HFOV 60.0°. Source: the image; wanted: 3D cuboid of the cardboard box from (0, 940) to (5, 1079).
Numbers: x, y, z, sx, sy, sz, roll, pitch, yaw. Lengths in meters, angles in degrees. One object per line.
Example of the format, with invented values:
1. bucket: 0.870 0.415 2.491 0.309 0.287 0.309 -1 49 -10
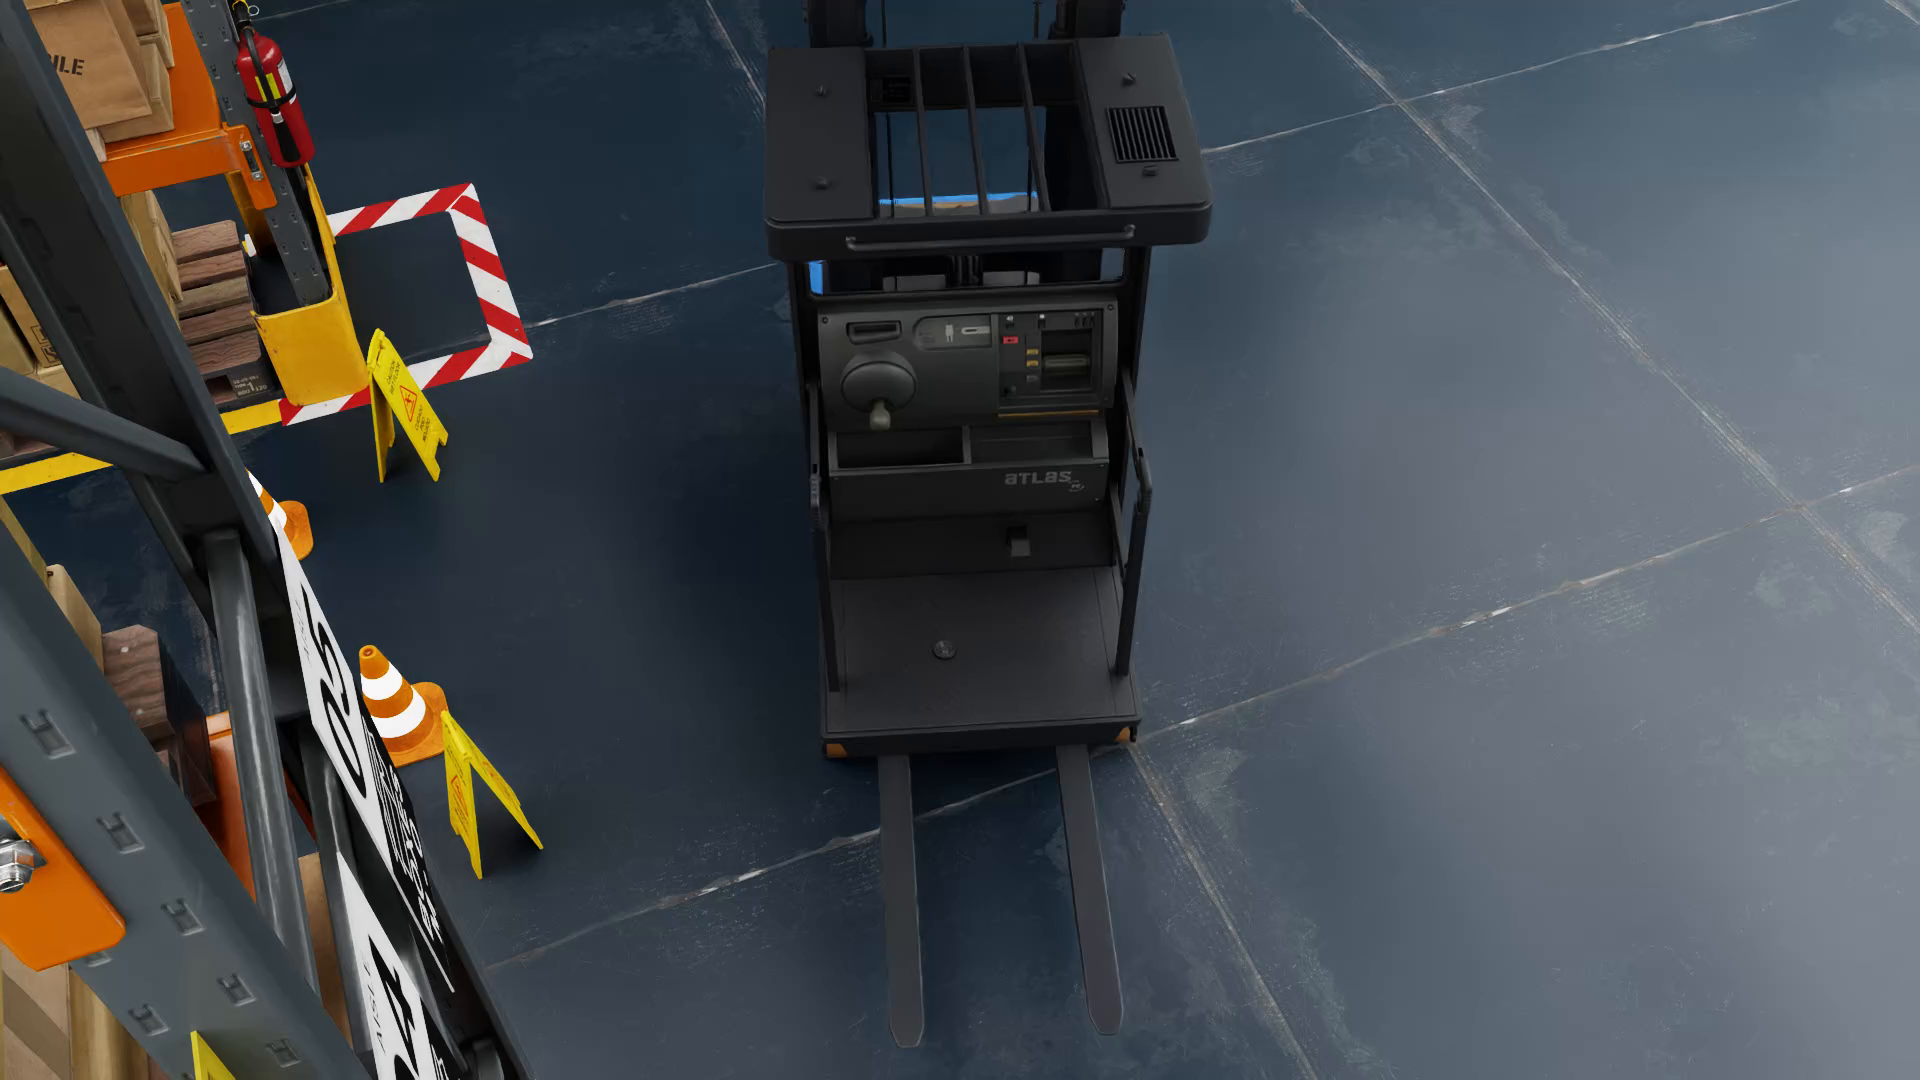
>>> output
1. cardboard box: -1.055 0.447 1.550 0.250 0.149 0.380 -17 51 -14

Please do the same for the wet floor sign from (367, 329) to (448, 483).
1. wet floor sign: -2.256 -0.547 6.635 0.232 0.644 0.267 -2 49 -1

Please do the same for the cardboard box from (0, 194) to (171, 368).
1. cardboard box: -3.480 -1.083 6.585 0.500 0.500 0.500 -17 51 -14

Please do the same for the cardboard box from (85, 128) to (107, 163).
1. cardboard box: -3.294 -1.521 6.085 0.250 0.149 0.380 -18 52 -15

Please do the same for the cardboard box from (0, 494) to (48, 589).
1. cardboard box: -1.415 0.200 2.025 0.500 0.250 0.500 -17 52 -14

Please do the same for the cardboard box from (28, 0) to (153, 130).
1. cardboard box: -3.235 -1.791 5.890 0.500 0.500 0.500 -18 52 -15

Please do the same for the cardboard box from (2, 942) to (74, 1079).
1. cardboard box: -1.219 0.579 1.700 0.500 0.250 0.500 -17 51 -14

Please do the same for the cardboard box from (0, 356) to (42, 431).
1. cardboard box: -3.966 -0.688 6.740 0.500 0.250 0.500 -17 51 -14

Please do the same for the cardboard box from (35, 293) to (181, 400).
1. cardboard box: -3.505 -0.824 6.857 0.500 0.250 0.500 -17 52 -14

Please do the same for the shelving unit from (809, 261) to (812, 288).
1. shelving unit: -0.534 -1.060 6.809 0.215 1.050 0.252 -2 49 -2

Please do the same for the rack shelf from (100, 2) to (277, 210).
1. rack shelf: -4.688 -1.203 6.121 4.000 0.370 1.077 -17 52 -14

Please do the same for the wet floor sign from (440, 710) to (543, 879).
1. wet floor sign: -1.593 0.805 5.474 0.232 0.644 0.267 -26 54 -20

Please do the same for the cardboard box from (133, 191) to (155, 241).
1. cardboard box: -3.710 -1.452 6.902 0.500 0.500 0.500 -19 52 -15

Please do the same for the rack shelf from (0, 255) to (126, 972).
1. rack shelf: -2.723 0.420 1.036 4.000 0.370 1.077 -17 52 -14

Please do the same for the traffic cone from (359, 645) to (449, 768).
1. traffic cone: -2.012 0.527 5.833 0.334 0.463 0.336 -17 52 -14

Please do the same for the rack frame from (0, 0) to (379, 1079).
1. rack frame: -0.871 -0.518 1.104 0.127 3.000 1.000 -17 52 -14

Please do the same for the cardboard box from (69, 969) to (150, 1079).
1. cardboard box: -1.051 0.705 1.854 0.250 0.149 0.380 -17 52 -14

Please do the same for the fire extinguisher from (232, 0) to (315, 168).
1. fire extinguisher: -2.556 -1.695 6.120 0.183 0.674 0.296 -17 52 -14

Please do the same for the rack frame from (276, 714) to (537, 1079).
1. rack frame: -0.871 1.437 3.380 0.127 3.000 1.000 -17 52 -14

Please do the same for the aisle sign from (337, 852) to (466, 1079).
1. aisle sign: -0.692 0.780 2.230 0.004 0.787 0.394 -17 52 -14

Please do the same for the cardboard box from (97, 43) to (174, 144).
1. cardboard box: -3.102 -1.672 6.215 0.250 0.149 0.380 -16 51 -13

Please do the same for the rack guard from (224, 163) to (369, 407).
1. rack guard: -2.907 -1.175 7.270 0.348 0.500 1.175 -17 52 -14

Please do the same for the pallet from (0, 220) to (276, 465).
1. pallet: -3.672 -0.872 7.201 1.213 0.211 1.003 -17 52 -14

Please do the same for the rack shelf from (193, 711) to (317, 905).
1. rack shelf: -2.723 1.267 2.022 4.000 0.370 1.077 -17 52 -14

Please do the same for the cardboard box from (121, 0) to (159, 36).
1. cardboard box: -3.380 -2.199 6.240 0.500 0.500 0.500 -18 52 -15

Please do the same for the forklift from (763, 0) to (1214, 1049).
1. forklift: 0.044 -0.448 5.044 1.130 2.935 3.031 -3 49 -3

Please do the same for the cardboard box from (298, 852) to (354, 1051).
1. cardboard box: -1.229 1.115 2.845 0.550 0.550 0.875 -17 52 -14

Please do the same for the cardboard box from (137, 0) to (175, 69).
1. cardboard box: -3.229 -1.977 6.477 0.250 0.149 0.380 -17 51 -14

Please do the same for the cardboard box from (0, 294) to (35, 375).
1. cardboard box: -3.961 -0.931 6.455 0.500 0.500 0.500 -15 51 -13

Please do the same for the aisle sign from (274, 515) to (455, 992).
1. aisle sign: -0.919 0.359 2.592 0.004 0.787 0.394 -17 52 -14

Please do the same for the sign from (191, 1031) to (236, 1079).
1. sign: -0.679 0.582 1.605 0.005 0.325 0.100 -17 52 -14

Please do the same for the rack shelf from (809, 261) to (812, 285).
1. rack shelf: -0.534 -1.053 6.817 0.215 0.259 0.240 -2 49 -2

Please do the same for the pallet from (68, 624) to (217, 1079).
1. pallet: -1.554 0.708 2.086 1.213 0.211 1.003 -17 52 -14

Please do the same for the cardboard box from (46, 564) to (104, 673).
1. cardboard box: -1.310 0.245 2.249 0.250 0.149 0.380 -17 51 -14

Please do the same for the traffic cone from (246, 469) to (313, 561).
1. traffic cone: -2.747 -0.155 6.419 0.334 0.463 0.336 -17 52 -14

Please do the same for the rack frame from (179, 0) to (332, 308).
1. rack frame: -2.836 -2.011 6.340 0.127 3.000 1.000 -17 52 -14

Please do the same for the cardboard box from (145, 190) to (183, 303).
1. cardboard box: -3.688 -1.215 7.192 0.500 0.250 0.500 -18 52 -15
